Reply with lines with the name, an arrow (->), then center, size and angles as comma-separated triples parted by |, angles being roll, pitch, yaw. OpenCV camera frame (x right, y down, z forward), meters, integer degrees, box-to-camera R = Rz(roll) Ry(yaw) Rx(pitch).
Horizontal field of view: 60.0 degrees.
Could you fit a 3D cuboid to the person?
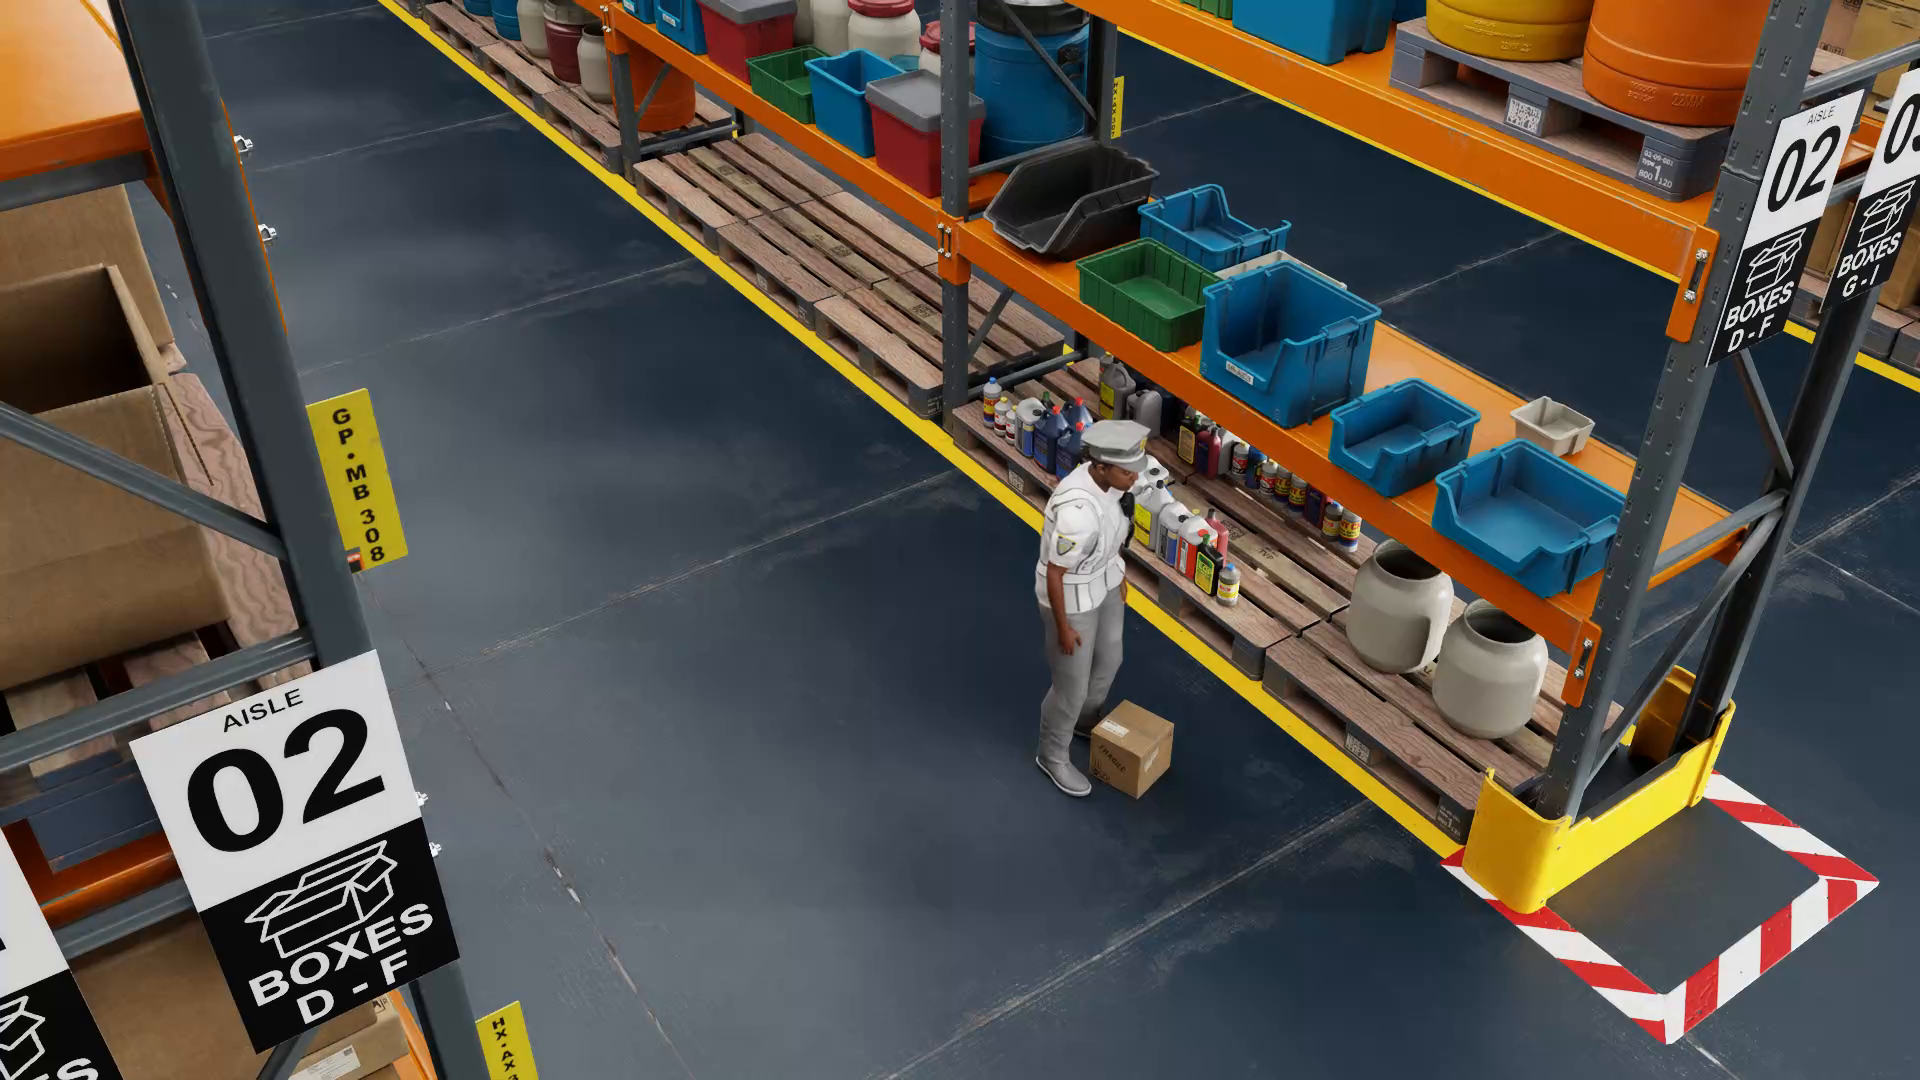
person -> 0.511, 0.244, 6.673 | 0.392, 1.657, 0.509 | 22, 42, 27
